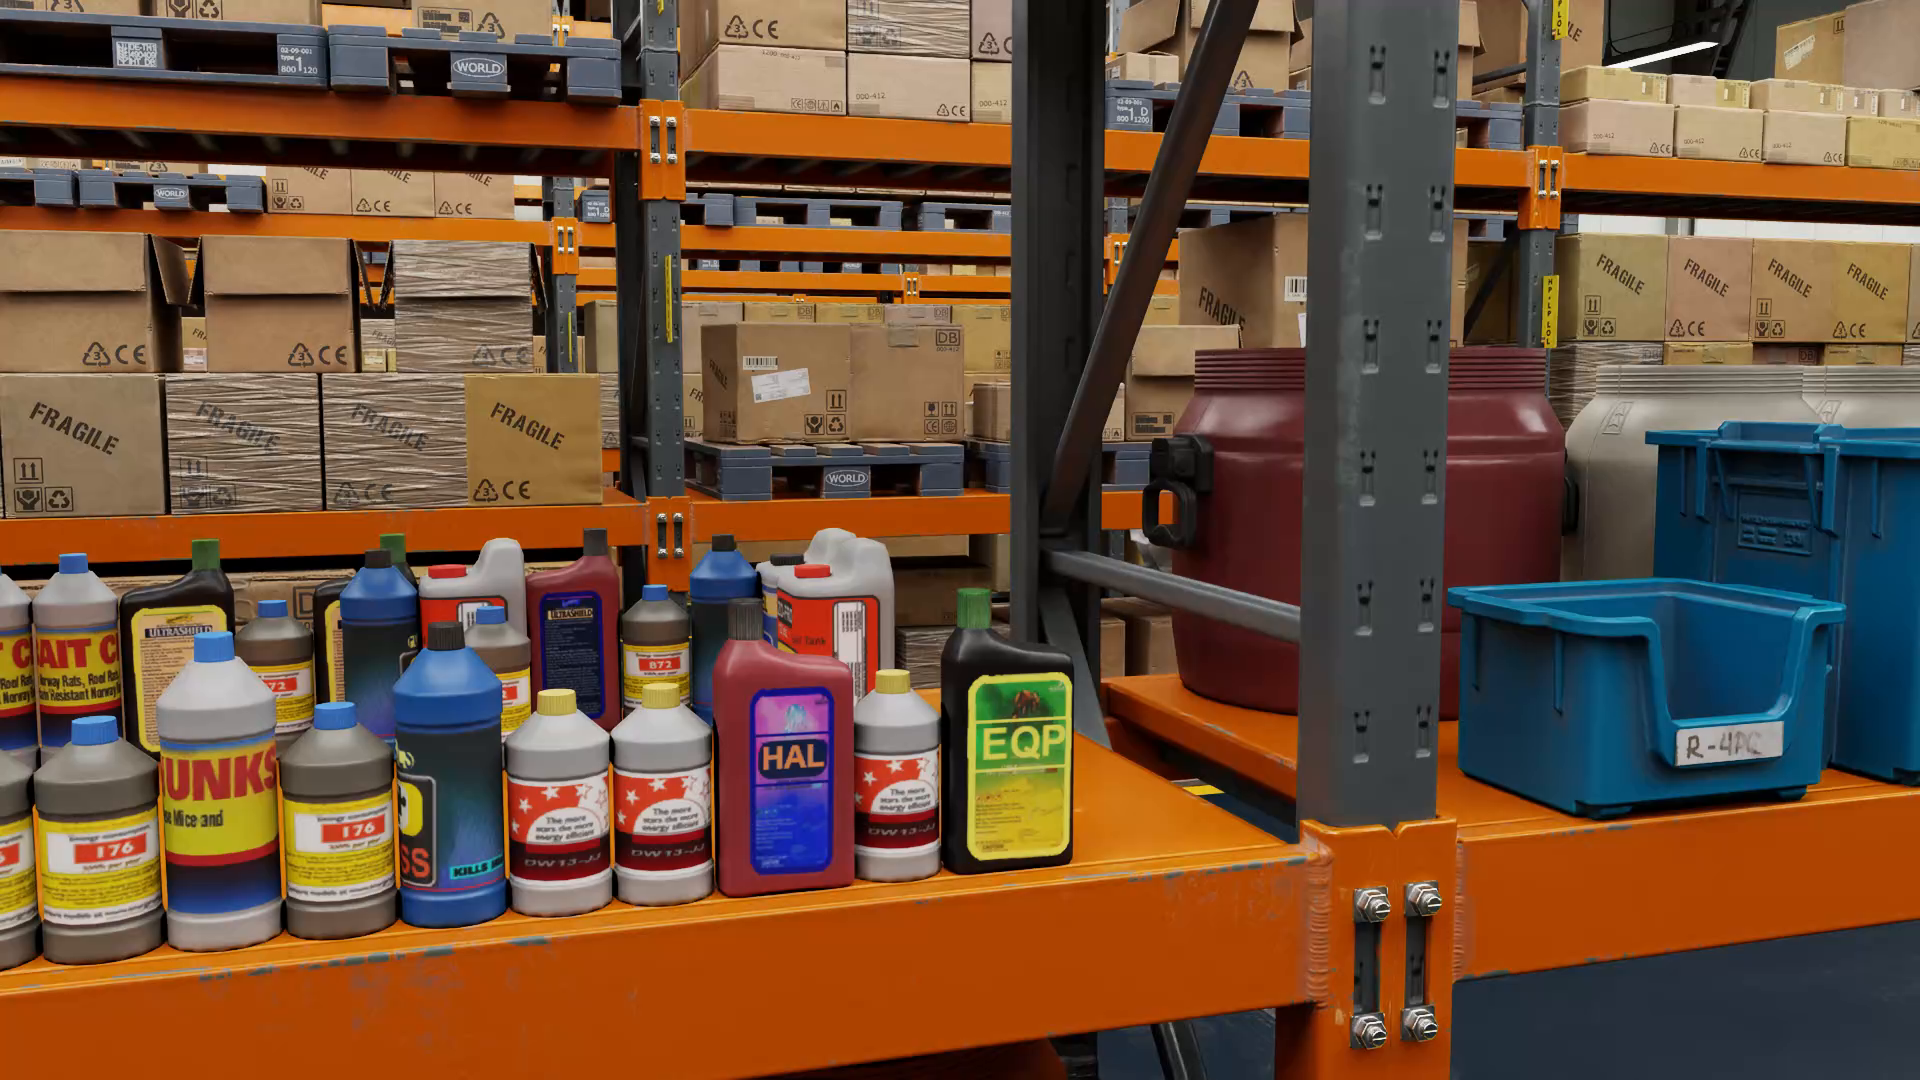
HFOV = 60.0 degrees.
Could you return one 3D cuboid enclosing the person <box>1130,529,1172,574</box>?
[{"bbox_3d":[1.201,-0.013,9.410,0.436,1.748,0.586,-2,6,-18],"label":"person"}]
